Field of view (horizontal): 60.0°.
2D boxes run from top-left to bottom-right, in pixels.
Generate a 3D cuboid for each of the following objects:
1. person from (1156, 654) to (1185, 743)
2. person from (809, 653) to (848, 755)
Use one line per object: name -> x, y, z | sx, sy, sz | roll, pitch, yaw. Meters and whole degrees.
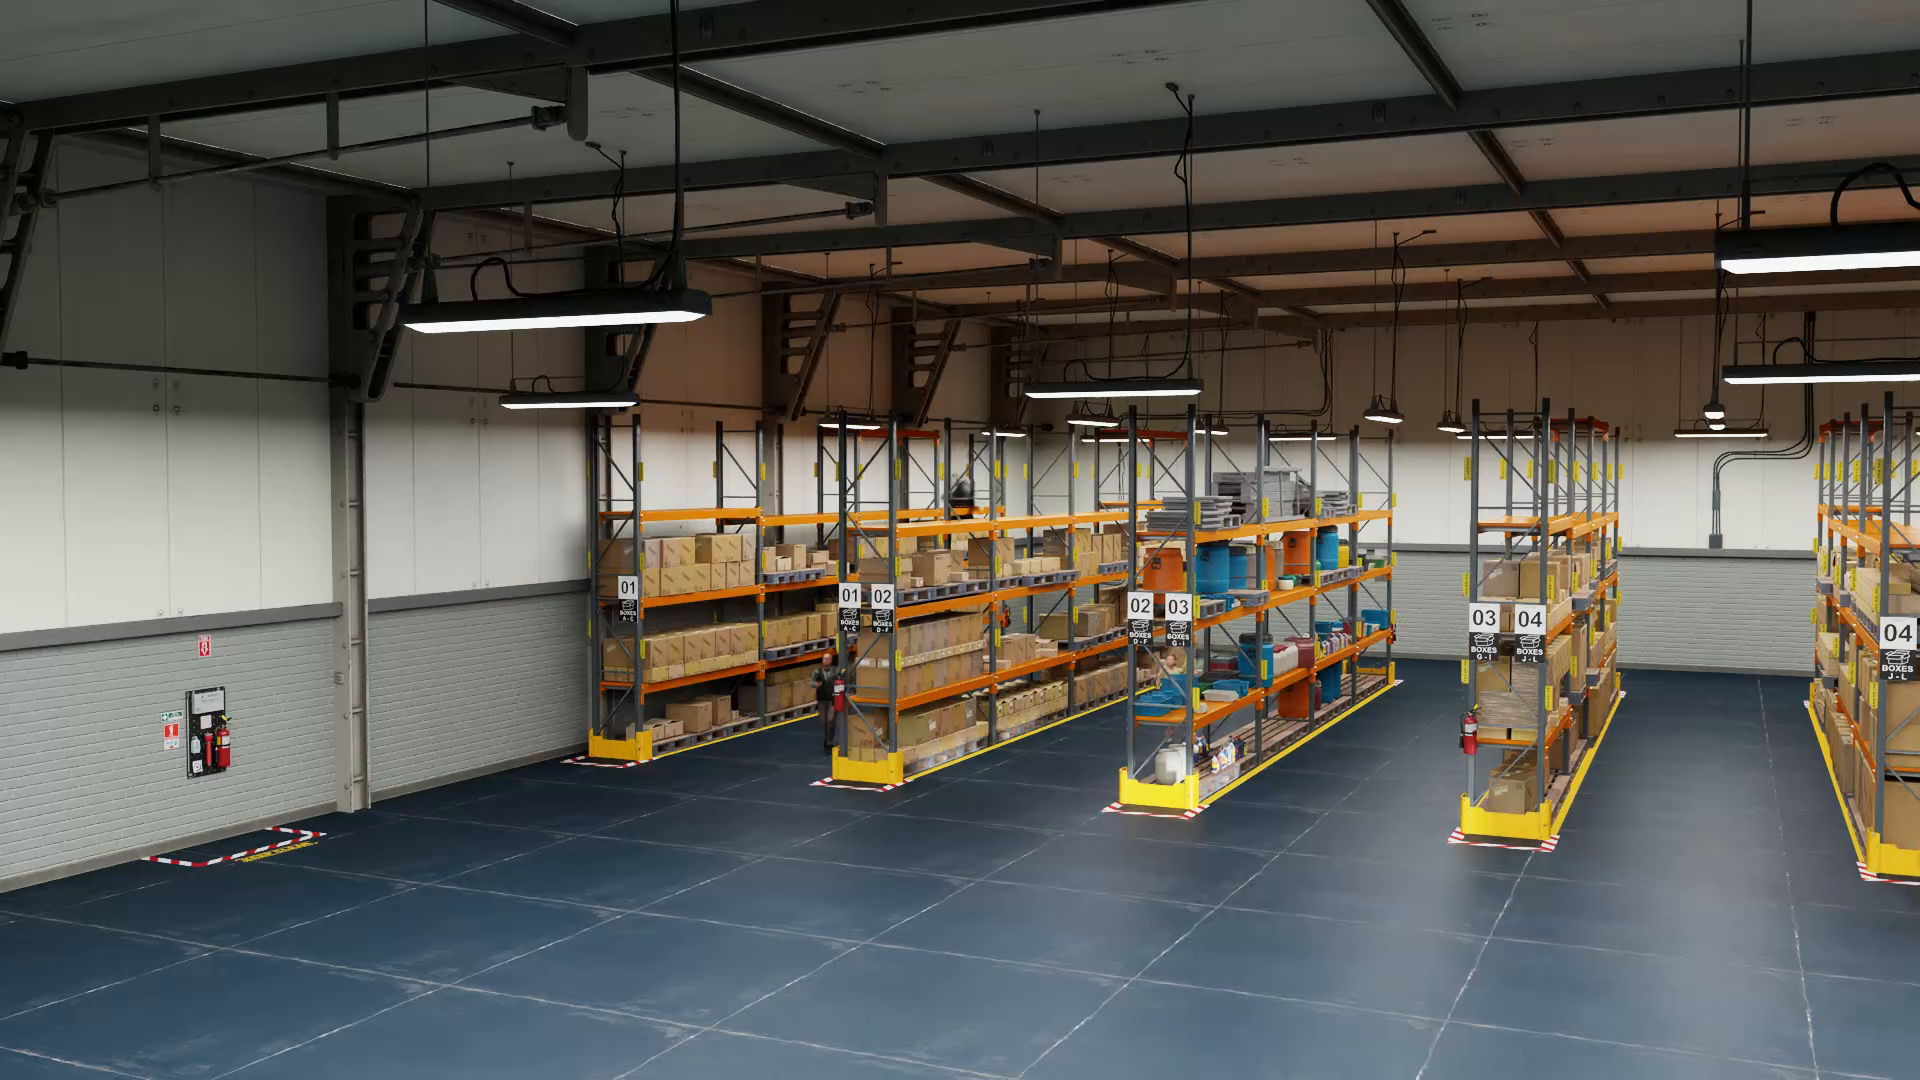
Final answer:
person -> 3.920, 2.921, 30.817 | 0.583, 1.619, 0.701 | 1, 3, 21
person -> -2.362, 2.906, 29.745 | 0.658, 1.778, 0.828 | 0, 2, 10
